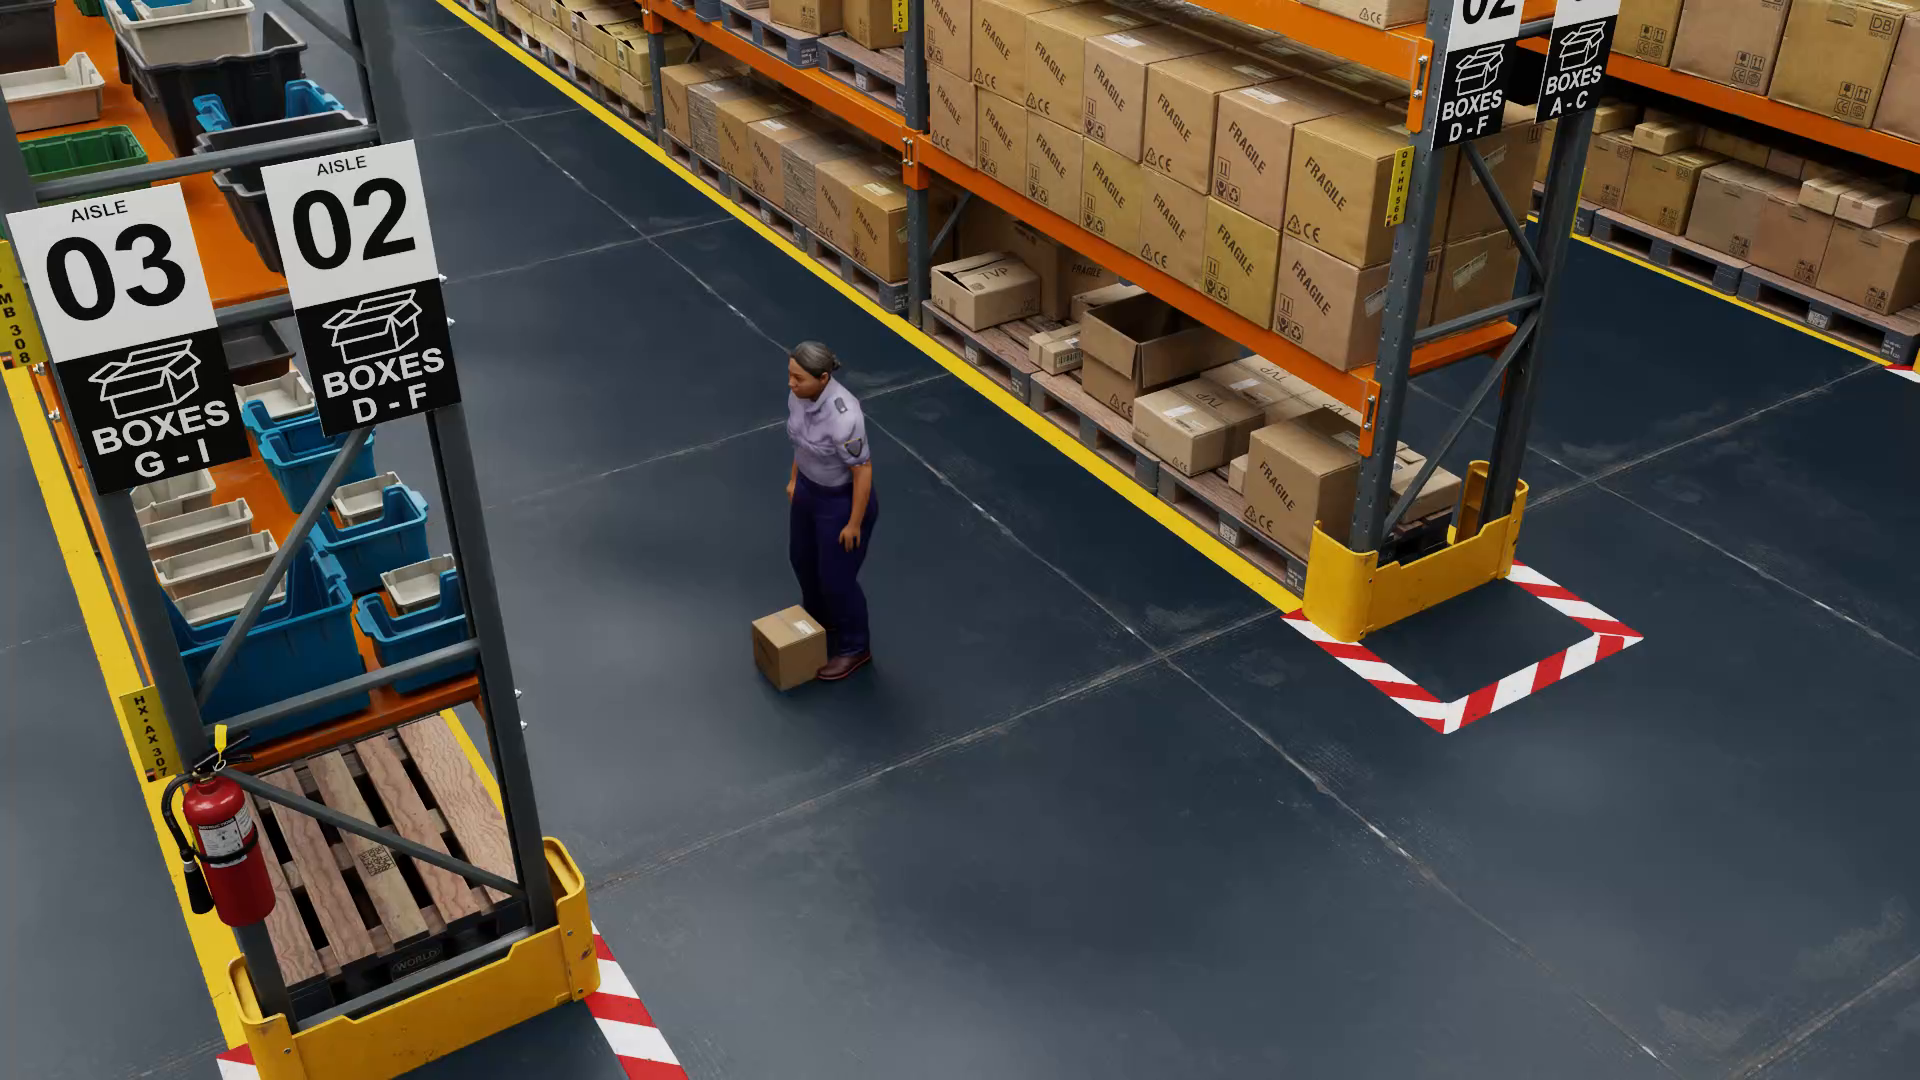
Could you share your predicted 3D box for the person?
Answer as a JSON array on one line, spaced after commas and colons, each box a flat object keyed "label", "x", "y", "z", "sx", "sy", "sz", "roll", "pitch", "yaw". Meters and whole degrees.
[{"label": "person", "x": -0.592, "y": -0.167, "z": 7.405, "sx": 0.371, "sy": 1.651, "sz": 0.560, "roll": -22, "pitch": 39, "yaw": -30}]
